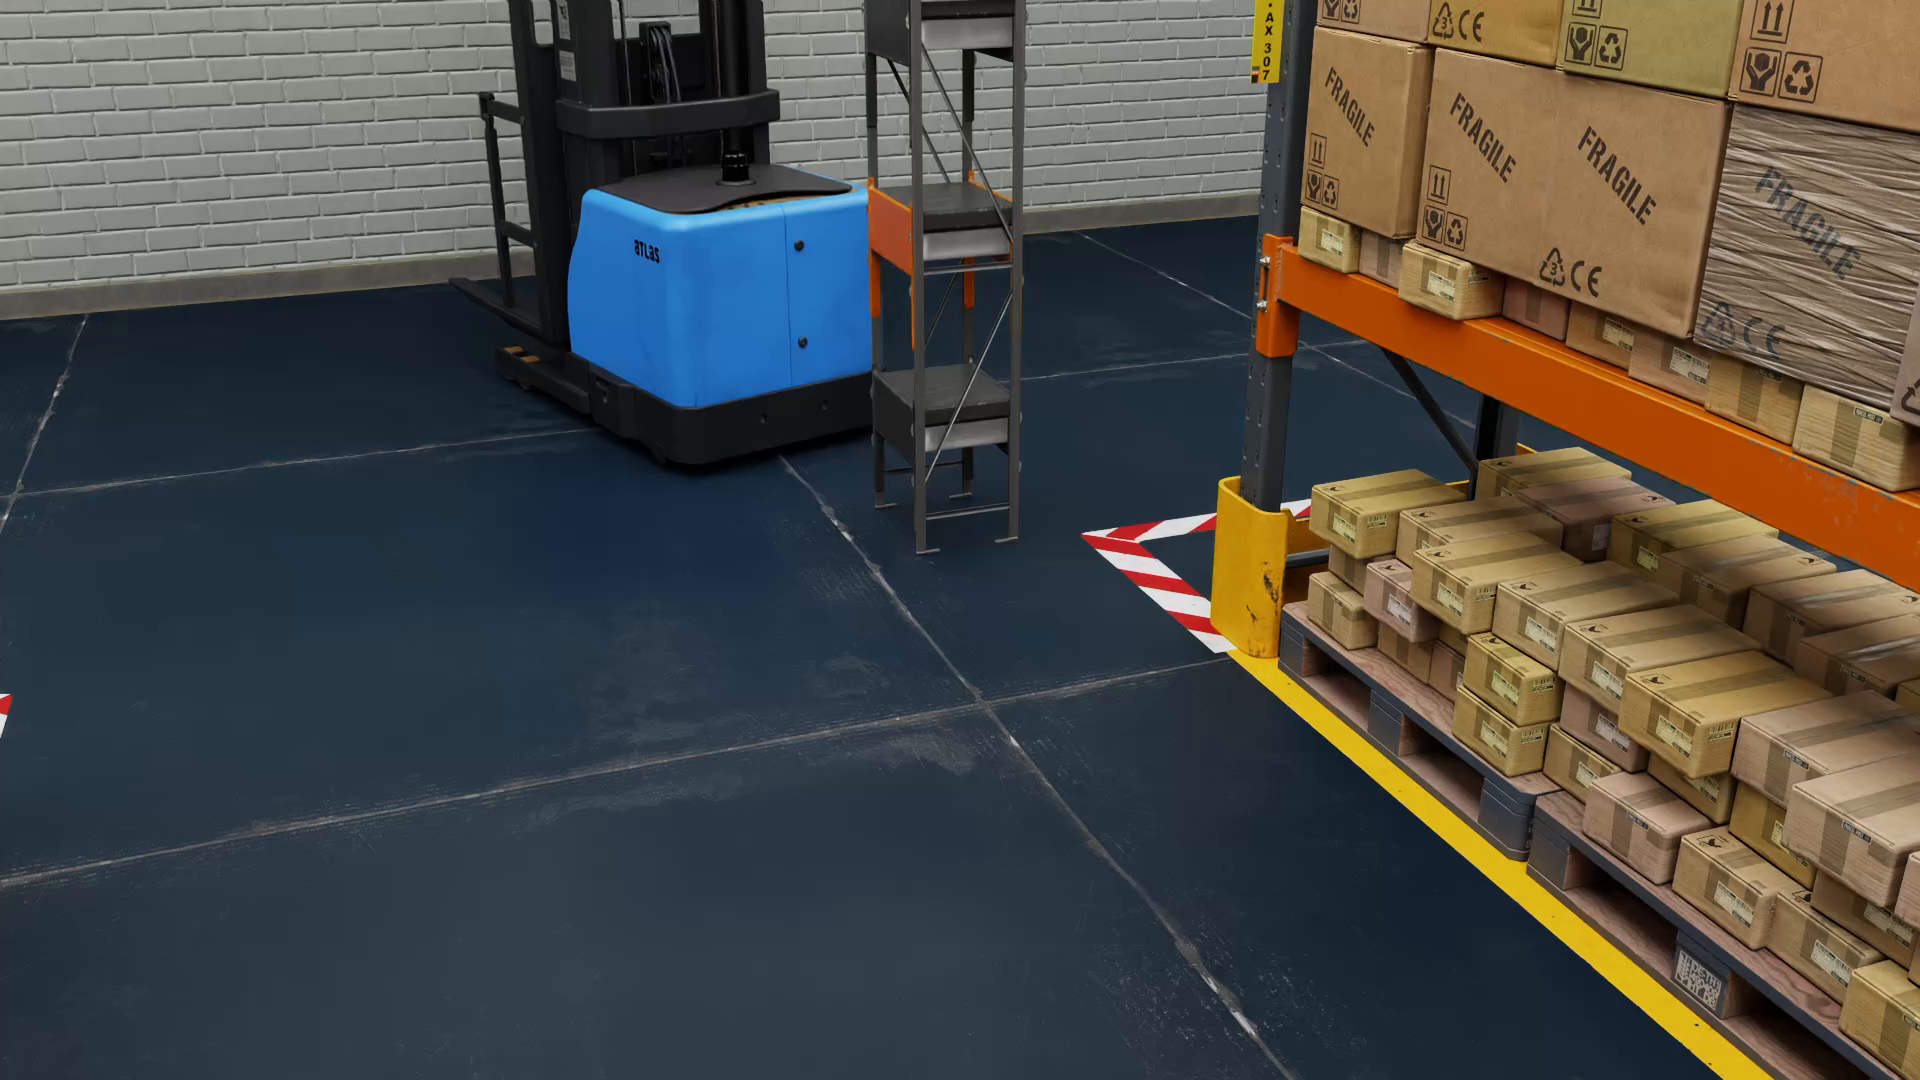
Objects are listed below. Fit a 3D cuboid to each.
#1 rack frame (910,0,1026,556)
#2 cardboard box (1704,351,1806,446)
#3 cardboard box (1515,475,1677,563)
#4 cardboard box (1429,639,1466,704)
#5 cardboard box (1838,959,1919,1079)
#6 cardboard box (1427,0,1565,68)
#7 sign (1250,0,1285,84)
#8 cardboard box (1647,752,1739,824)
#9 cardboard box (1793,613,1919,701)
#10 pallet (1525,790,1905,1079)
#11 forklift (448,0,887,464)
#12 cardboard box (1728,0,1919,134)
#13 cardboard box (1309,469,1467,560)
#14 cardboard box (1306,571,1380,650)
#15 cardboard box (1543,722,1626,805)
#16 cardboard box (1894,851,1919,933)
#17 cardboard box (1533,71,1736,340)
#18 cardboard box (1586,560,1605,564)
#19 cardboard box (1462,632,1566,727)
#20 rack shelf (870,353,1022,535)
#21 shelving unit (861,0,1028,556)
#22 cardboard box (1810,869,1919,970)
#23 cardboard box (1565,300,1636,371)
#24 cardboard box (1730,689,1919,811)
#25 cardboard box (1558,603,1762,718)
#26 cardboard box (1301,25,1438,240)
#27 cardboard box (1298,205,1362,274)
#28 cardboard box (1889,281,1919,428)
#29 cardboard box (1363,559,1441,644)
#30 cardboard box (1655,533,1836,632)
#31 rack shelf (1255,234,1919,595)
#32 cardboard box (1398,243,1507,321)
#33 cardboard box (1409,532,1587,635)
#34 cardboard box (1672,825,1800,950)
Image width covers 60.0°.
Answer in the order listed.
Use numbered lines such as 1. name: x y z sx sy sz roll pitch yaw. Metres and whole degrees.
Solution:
1. rack frame: 0.028 -0.939 5.775 0.400 2.100 0.015 -8 24 -19
2. cardboard box: 1.808 -0.325 3.481 0.380 0.149 0.250 -7 24 -17
3. cardboard box: 1.860 -0.060 4.894 0.380 0.149 0.250 -8 24 -18
4. cardboard box: 1.550 0.365 4.652 0.380 0.149 0.250 -8 24 -18
5. cardboard box: 1.991 0.939 3.290 0.380 0.149 0.250 -8 24 -19
6. cardboard box: 1.496 -1.425 3.969 0.500 0.500 0.500 -8 24 -17
7. sign: 0.894 -1.487 4.802 0.100 0.325 0.005 -8 24 -19
8. cardboard box: 1.866 0.514 3.915 0.380 0.149 0.250 -7 24 -16
9. cardboard box: 2.239 0.320 3.992 0.380 0.149 0.250 -9 25 -21
10. pallet: 2.109 0.892 3.861 1.003 0.211 1.213 -8 24 -19
11. forklift: -1.605 -2.168 7.620 1.130 2.935 3.031 -16 28 -34
12. cardboard box: 1.842 -1.048 3.075 0.500 0.500 0.500 -9 25 -21
13. cardboard box: 1.269 -0.080 4.941 0.380 0.149 0.250 -10 25 -21
14. cardboard box: 1.287 0.192 5.063 0.380 0.149 0.250 -8 24 -18
15. cardboard box: 1.717 0.552 4.207 0.380 0.149 0.250 -8 24 -19
16. cardboard box: 2.022 0.676 3.149 0.380 0.149 0.250 -10 25 -22
17. cardboard box: 1.676 -0.774 3.713 0.500 0.500 0.500 -8 24 -18
18. cardboard box: 1.897 0.075 4.956 0.380 0.149 0.250 -9 24 -20
19. cardboard box: 1.549 0.338 4.333 0.380 0.149 0.250 -8 24 -17
20. rack shelf: -0.058 -0.370 6.262 0.431 0.518 0.480 -8 24 -19
21. shelving unit: -0.058 -1.028 5.985 0.431 2.100 0.503 -8 24 -19
22. cardboard box: 2.006 0.717 3.434 0.380 0.149 0.250 -10 25 -21
23. cardboard box: 1.675 -0.515 3.934 0.380 0.149 0.250 -9 24 -20
24. cardboard box: 1.930 0.474 3.627 0.380 0.149 0.250 -8 24 -19
25. cardboard box: 1.702 0.294 4.055 0.380 0.149 0.250 -7 24 -17
26. cardboard box: 1.302 -1.145 4.593 0.500 0.500 0.500 -7 24 -16
27. cardboard box: 1.209 -0.884 4.810 0.380 0.149 0.250 -9 24 -19
28. cardboard box: 2.022 -0.399 2.823 0.500 0.500 0.500 -8 24 -19
29. cardboard box: 1.390 0.153 4.771 0.380 0.149 0.250 -8 24 -19
30. cardboard box: 2.103 0.119 4.468 0.380 0.149 0.250 -9 25 -21
31. rack shelf: 2.108 -0.105 3.562 1.077 0.370 4.000 -8 24 -19
32. cardboard box: 1.383 -0.692 4.354 0.380 0.149 0.250 -9 24 -20
33. cardboard box: 1.448 0.113 4.484 0.380 0.149 0.250 -8 24 -19
34. cardboard box: 1.846 0.752 3.734 0.380 0.149 0.250 -8 24 -19
